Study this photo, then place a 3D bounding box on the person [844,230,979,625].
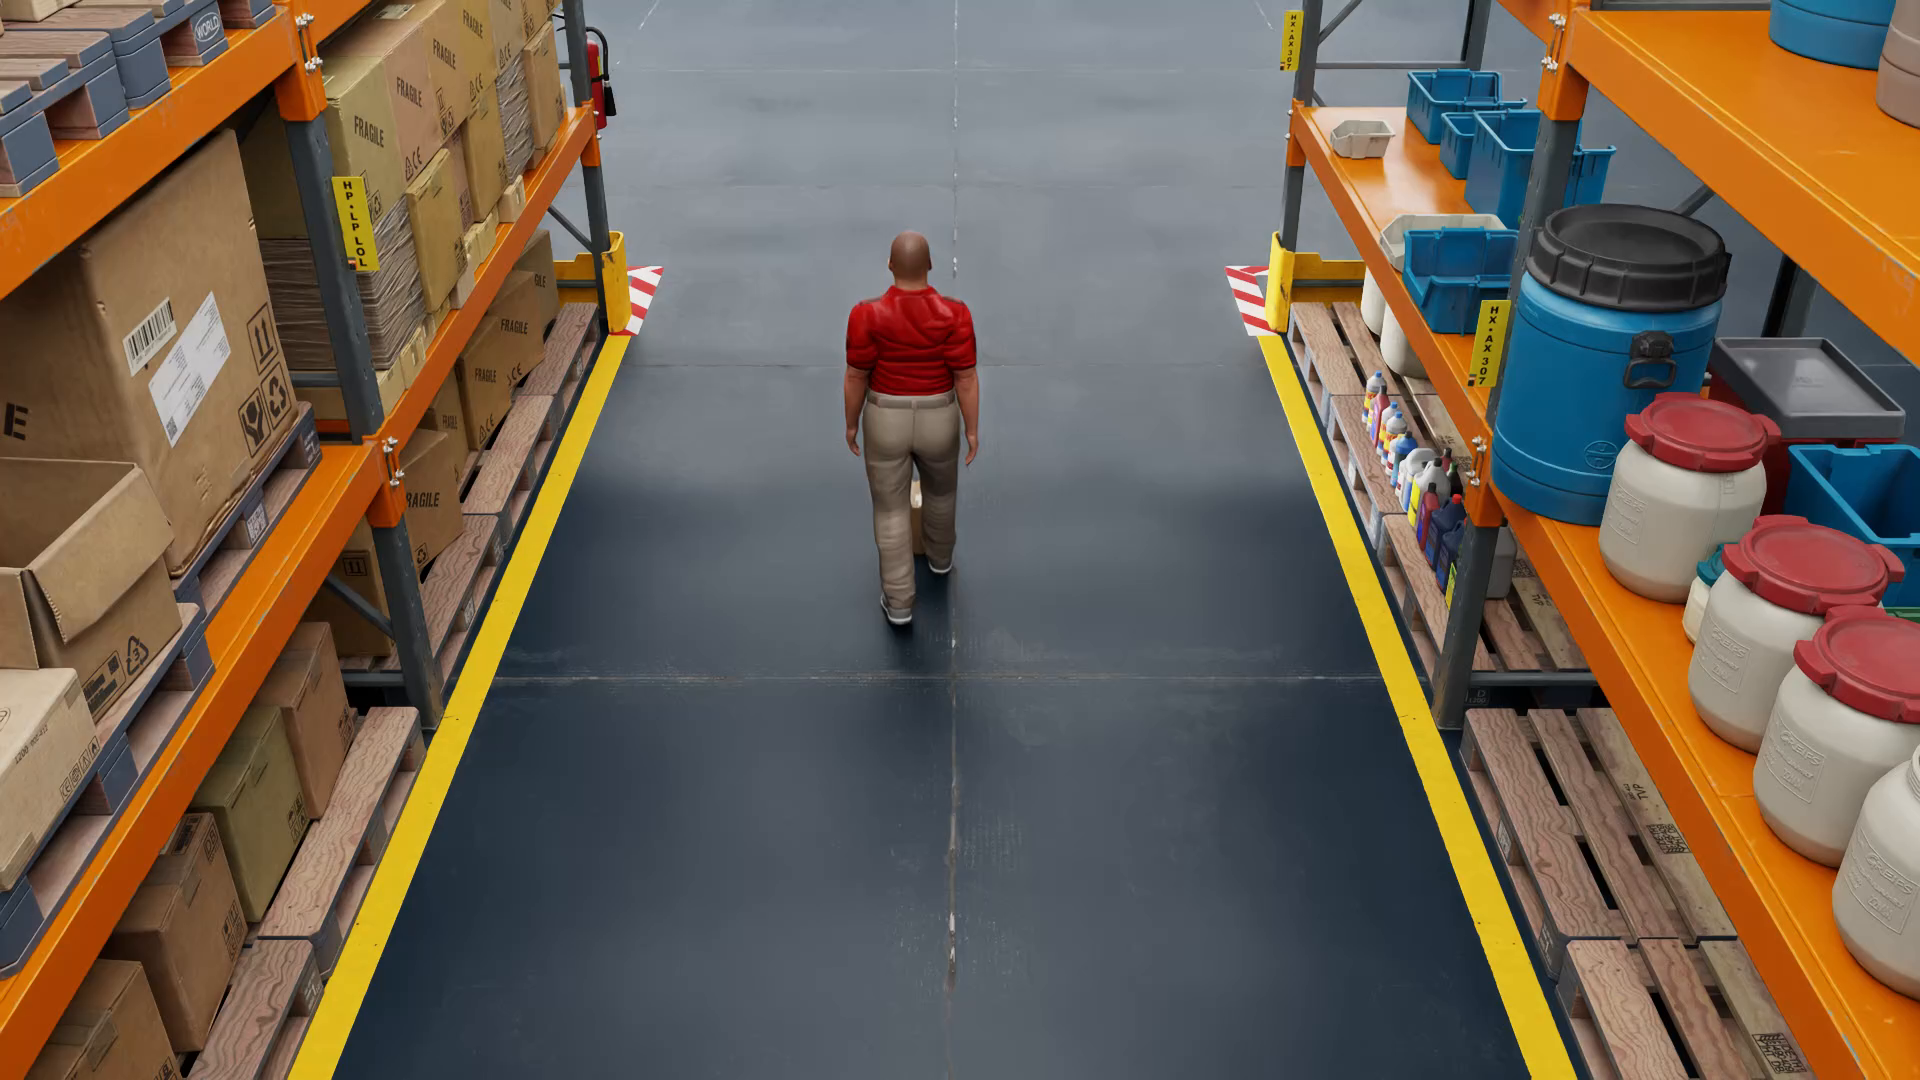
[{"bbox_3d":[-0.213,-0.534,7.029,0.553,1.718,0.733,-3,31,-5],"label":"person"}]
